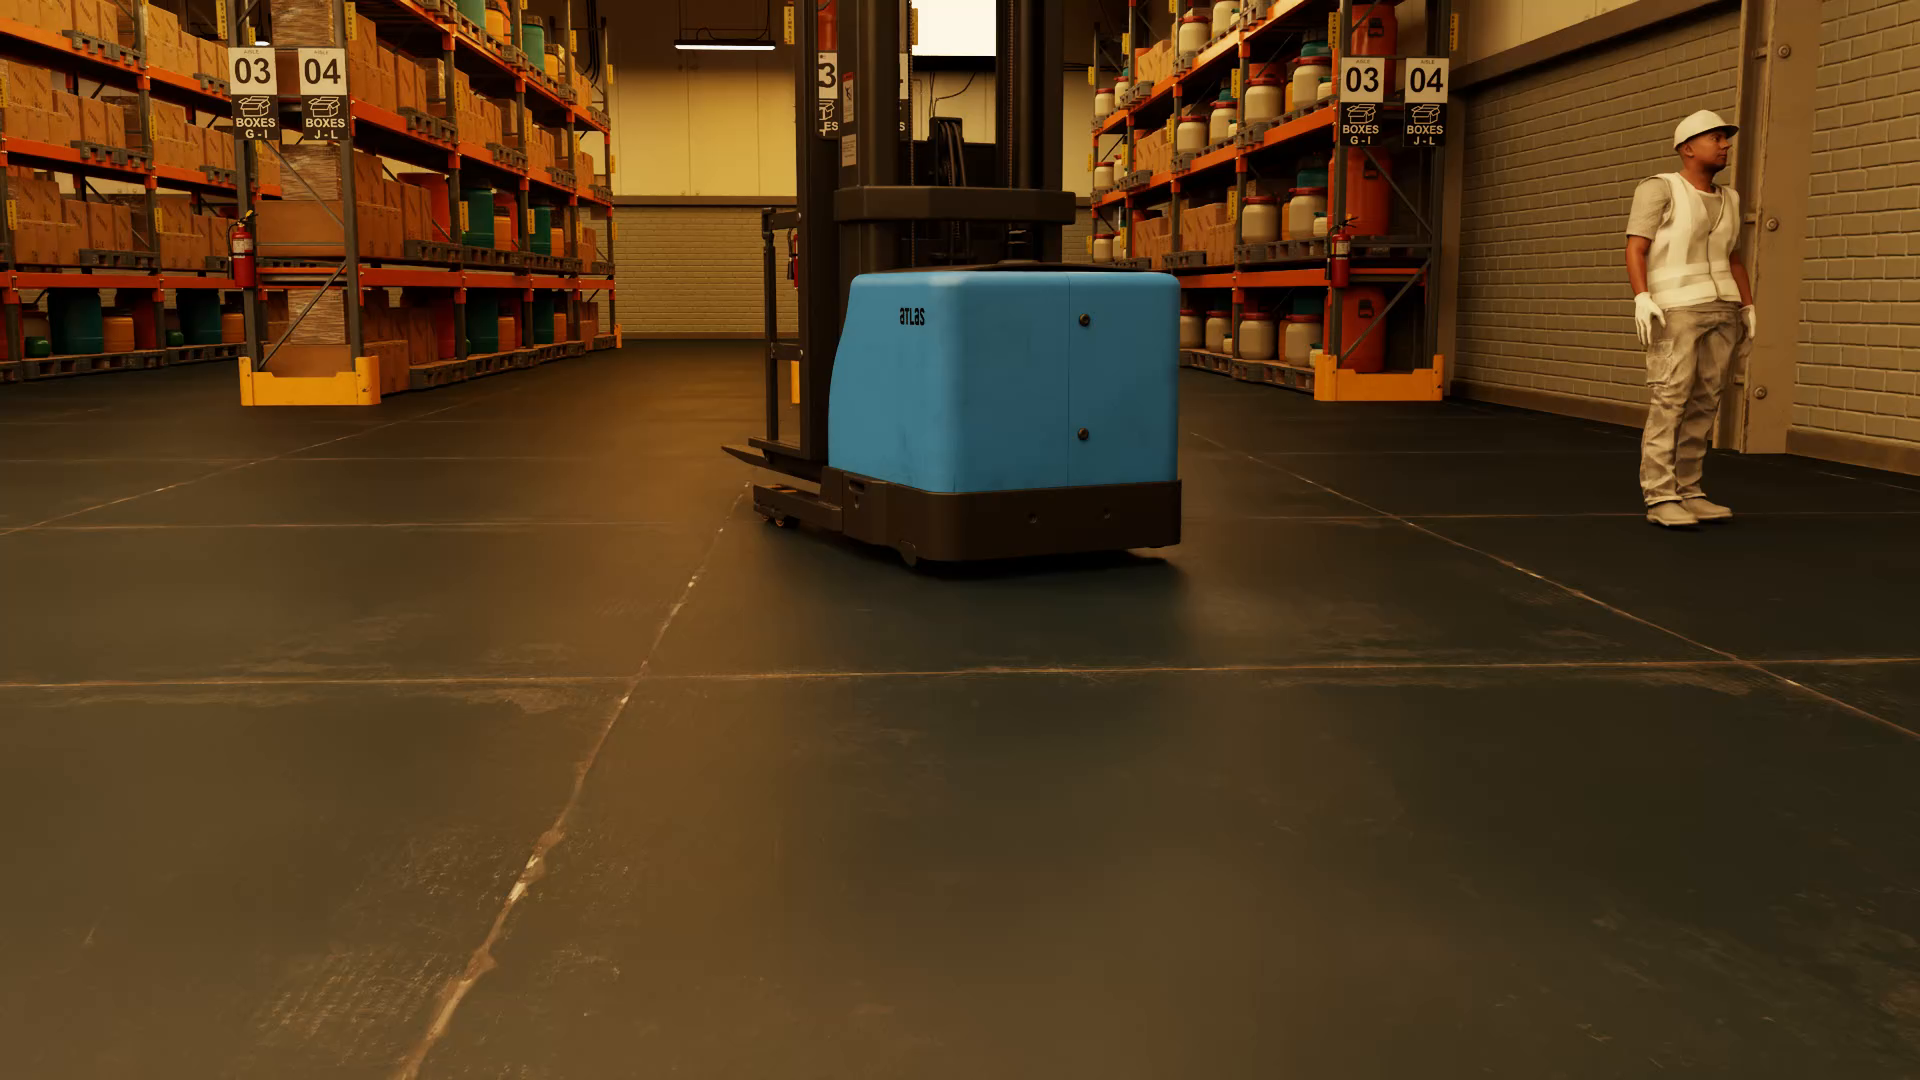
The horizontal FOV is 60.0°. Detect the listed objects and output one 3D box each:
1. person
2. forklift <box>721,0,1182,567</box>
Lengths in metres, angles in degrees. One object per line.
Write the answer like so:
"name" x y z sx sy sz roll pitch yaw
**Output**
"person" 3.243 -0.974 7.250 0.656 1.781 0.579 -3 9 -21
"forklift" -0.264 -1.530 7.137 1.130 2.935 3.031 -4 9 -25
